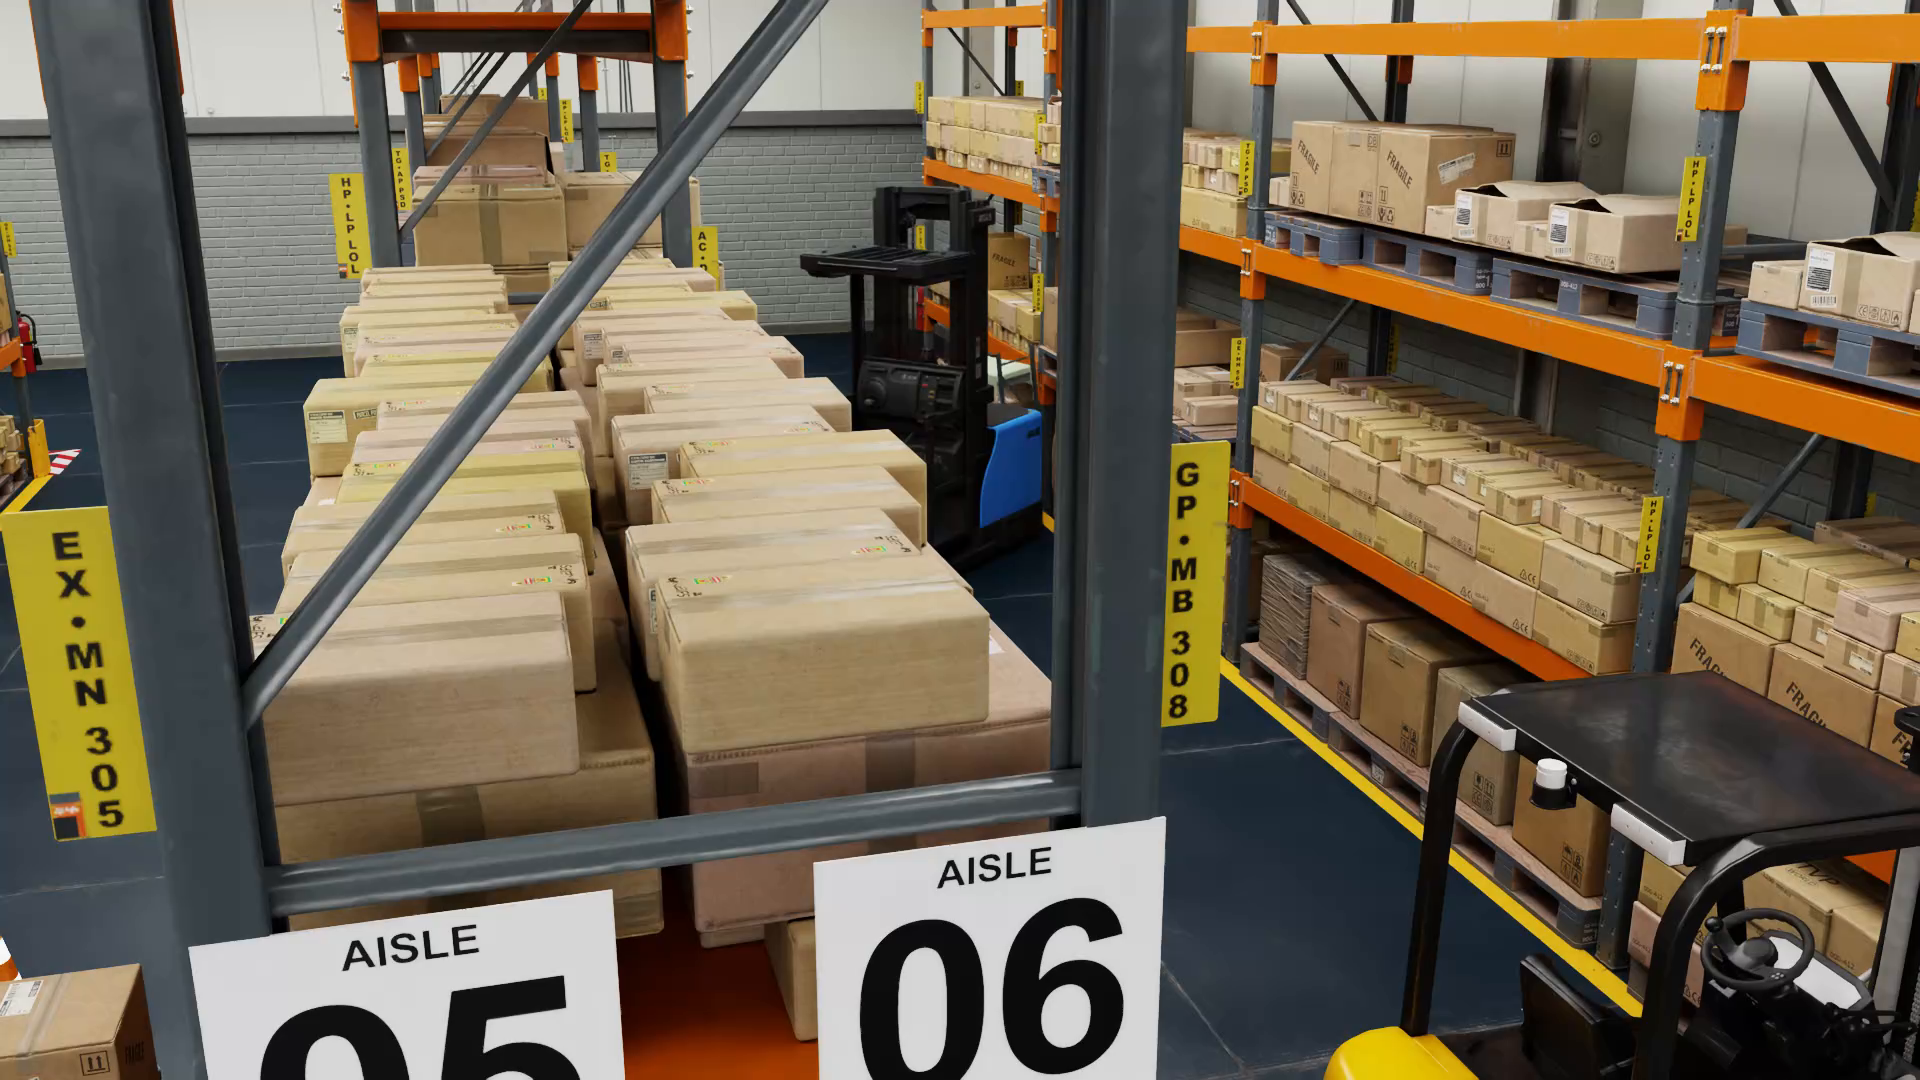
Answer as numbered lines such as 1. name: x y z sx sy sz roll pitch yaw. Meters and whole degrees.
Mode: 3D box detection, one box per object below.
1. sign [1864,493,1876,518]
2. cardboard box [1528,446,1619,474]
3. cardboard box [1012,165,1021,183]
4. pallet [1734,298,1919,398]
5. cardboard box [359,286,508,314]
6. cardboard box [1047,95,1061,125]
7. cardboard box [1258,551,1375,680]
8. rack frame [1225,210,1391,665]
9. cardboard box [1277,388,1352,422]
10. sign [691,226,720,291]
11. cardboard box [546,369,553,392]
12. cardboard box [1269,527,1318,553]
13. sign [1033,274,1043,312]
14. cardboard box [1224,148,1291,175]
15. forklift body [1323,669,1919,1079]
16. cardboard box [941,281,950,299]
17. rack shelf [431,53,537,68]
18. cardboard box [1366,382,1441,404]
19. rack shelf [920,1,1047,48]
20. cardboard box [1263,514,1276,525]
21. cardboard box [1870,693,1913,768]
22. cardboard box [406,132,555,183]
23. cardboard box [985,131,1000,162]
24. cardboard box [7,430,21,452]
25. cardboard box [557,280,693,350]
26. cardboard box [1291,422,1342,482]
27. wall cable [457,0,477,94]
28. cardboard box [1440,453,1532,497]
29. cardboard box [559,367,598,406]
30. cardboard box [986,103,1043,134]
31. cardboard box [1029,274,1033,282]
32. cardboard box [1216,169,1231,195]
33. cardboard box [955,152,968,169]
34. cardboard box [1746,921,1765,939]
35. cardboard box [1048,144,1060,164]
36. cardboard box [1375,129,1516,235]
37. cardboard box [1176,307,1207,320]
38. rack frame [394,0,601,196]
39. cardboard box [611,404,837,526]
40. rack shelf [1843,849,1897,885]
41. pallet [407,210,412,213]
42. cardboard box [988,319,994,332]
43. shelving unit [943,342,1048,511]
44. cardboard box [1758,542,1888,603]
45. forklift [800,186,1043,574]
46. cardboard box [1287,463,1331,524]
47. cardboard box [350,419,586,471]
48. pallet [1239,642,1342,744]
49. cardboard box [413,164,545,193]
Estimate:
1. sign: 3.928 -0.046 7.249 0.100 0.325 0.005 -5 17 -15
2. cardboard box: 3.204 -0.379 8.698 0.380 0.149 0.250 -5 17 -16
3. cardboard box: 0.683 -3.297 14.938 0.380 0.149 0.250 -4 17 -13
4. pallet: 3.654 -0.710 6.040 1.003 0.211 1.213 -5 17 -15
5. cardboard box: -1.441 -0.598 4.564 0.380 0.149 0.250 -5 18 -17
6. cardboard box: 0.943 -3.557 13.663 0.396 0.266 0.258 -5 17 -16
7. cardboard box: 2.453 0.454 10.624 0.875 0.625 0.625 -4 17 -13
8. rack frame: 2.295 -0.656 10.921 1.000 3.000 0.127 -5 17 -15
9. cardboard box: 2.174 -0.829 10.197 0.380 0.149 0.250 -4 17 -14
10. sign: -0.858 -0.885 5.572 0.100 0.325 0.005 -5 17 -15
11. cardboard box: -1.244 -0.238 4.061 0.500 0.250 0.500 -5 17 -15
12. cardboard box: 2.449 0.202 11.682 0.500 0.500 0.500 -4 17 -13
13. sign: 0.676 -2.132 14.330 0.100 0.325 0.005 -5 17 -15
14. cardboard box: 1.916 -2.426 10.650 0.380 0.149 0.250 -4 17 -13
15. forklift body: 2.218 1.583 4.942 2.313 2.155 1.214 -5 17 -15
16. cardboard box: 0.101 -2.653 17.314 0.500 0.250 0.500 -5 17 -15
17. rack shelf: -4.125 -4.259 14.434 1.077 0.370 4.000 -5 17 -15
18. cardboard box: 2.758 -0.877 10.355 0.380 0.149 0.250 -4 17 -14
19. rack shelf: 0.646 -4.842 15.687 1.077 0.370 4.000 -5 17 -15
20. cardboard box: 2.404 -0.215 11.941 0.380 0.149 0.250 -4 17 -14
21. cardboard box: 3.565 0.829 5.805 0.500 0.500 0.500 -5 17 -16
22. cardboard box: -2.725 -2.042 9.412 0.797 0.503 0.637 -6 18 -19
23. cardboard box: 0.540 -3.669 15.481 0.500 0.250 0.500 -4 17 -14
24. cardboard box: -8.987 -0.911 15.478 0.380 0.149 0.250 -5 17 -17
25. cardboard box: -0.950 -0.639 4.701 0.380 0.149 0.250 -4 17 -14
26. cardboard box: 2.319 -0.543 9.936 0.500 0.250 0.500 -4 17 -14
27. wall cable: -6.509 -6.899 21.279 0.463 3.000 0.029 -5 17 -15
28. cardboard box: 2.707 -0.336 8.555 0.380 0.149 0.250 -5 17 -15
29. cardboard box: -0.731 -0.280 4.201 0.500 0.250 0.500 -5 17 -16
30. cardboard box: 0.547 -3.910 15.415 0.500 0.250 0.500 -4 17 -14
31. cardboard box: 0.750 -2.553 16.981 0.500 0.250 0.500 -4 17 -14
32. cardboard box: 1.914 -2.364 10.961 0.380 0.149 0.250 -5 17 -17
33. cardboard box: 0.160 -3.787 16.567 0.380 0.149 0.250 -5 17 -15
34. cardboard box: 3.371 1.624 6.511 0.500 0.250 0.500 -5 17 -16
35. cardboard box: 0.933 -3.139 13.507 0.380 0.149 0.250 -5 17 -15
36. cardboard box: 2.540 -1.888 8.732 0.500 0.500 0.500 -4 17 -14
37. cardboard box: 1.472 -1.499 12.826 0.700 0.500 0.500 -5 17 -16
38. rack frame: -2.476 -3.135 8.748 1.000 3.000 0.127 -5 17 -15
39. cardboard box: -0.431 -0.141 3.043 0.380 0.149 0.250 -5 17 -16
40. rack shelf: 3.944 1.348 5.499 1.077 0.370 4.000 -5 17 -15
41. pallet: -3.015 -2.091 10.815 1.003 0.211 1.213 -4 17 -13
42. cardboard box: 0.458 -2.138 16.293 0.380 0.149 0.250 -5 17 -15
43. shelving unit: 0.312 -0.997 14.573 0.431 1.500 0.755 -20 25 -33
44. cardboard box: 3.372 0.125 6.503 0.380 0.149 0.250 -4 17 -14
45. forklift: -0.504 -1.169 12.750 1.130 2.935 3.031 10 19 30
46. cardboard box: 2.315 -0.302 10.005 0.500 0.250 0.500 -5 17 -16
47. cardboard box: -0.857 -0.104 2.920 0.380 0.149 0.250 -5 17 -15
48. pallet: 2.484 0.911 10.554 1.003 0.211 1.213 -5 17 -15
49. cardboard box: -1.961 -1.392 6.820 0.500 0.250 0.500 -4 17 -14
